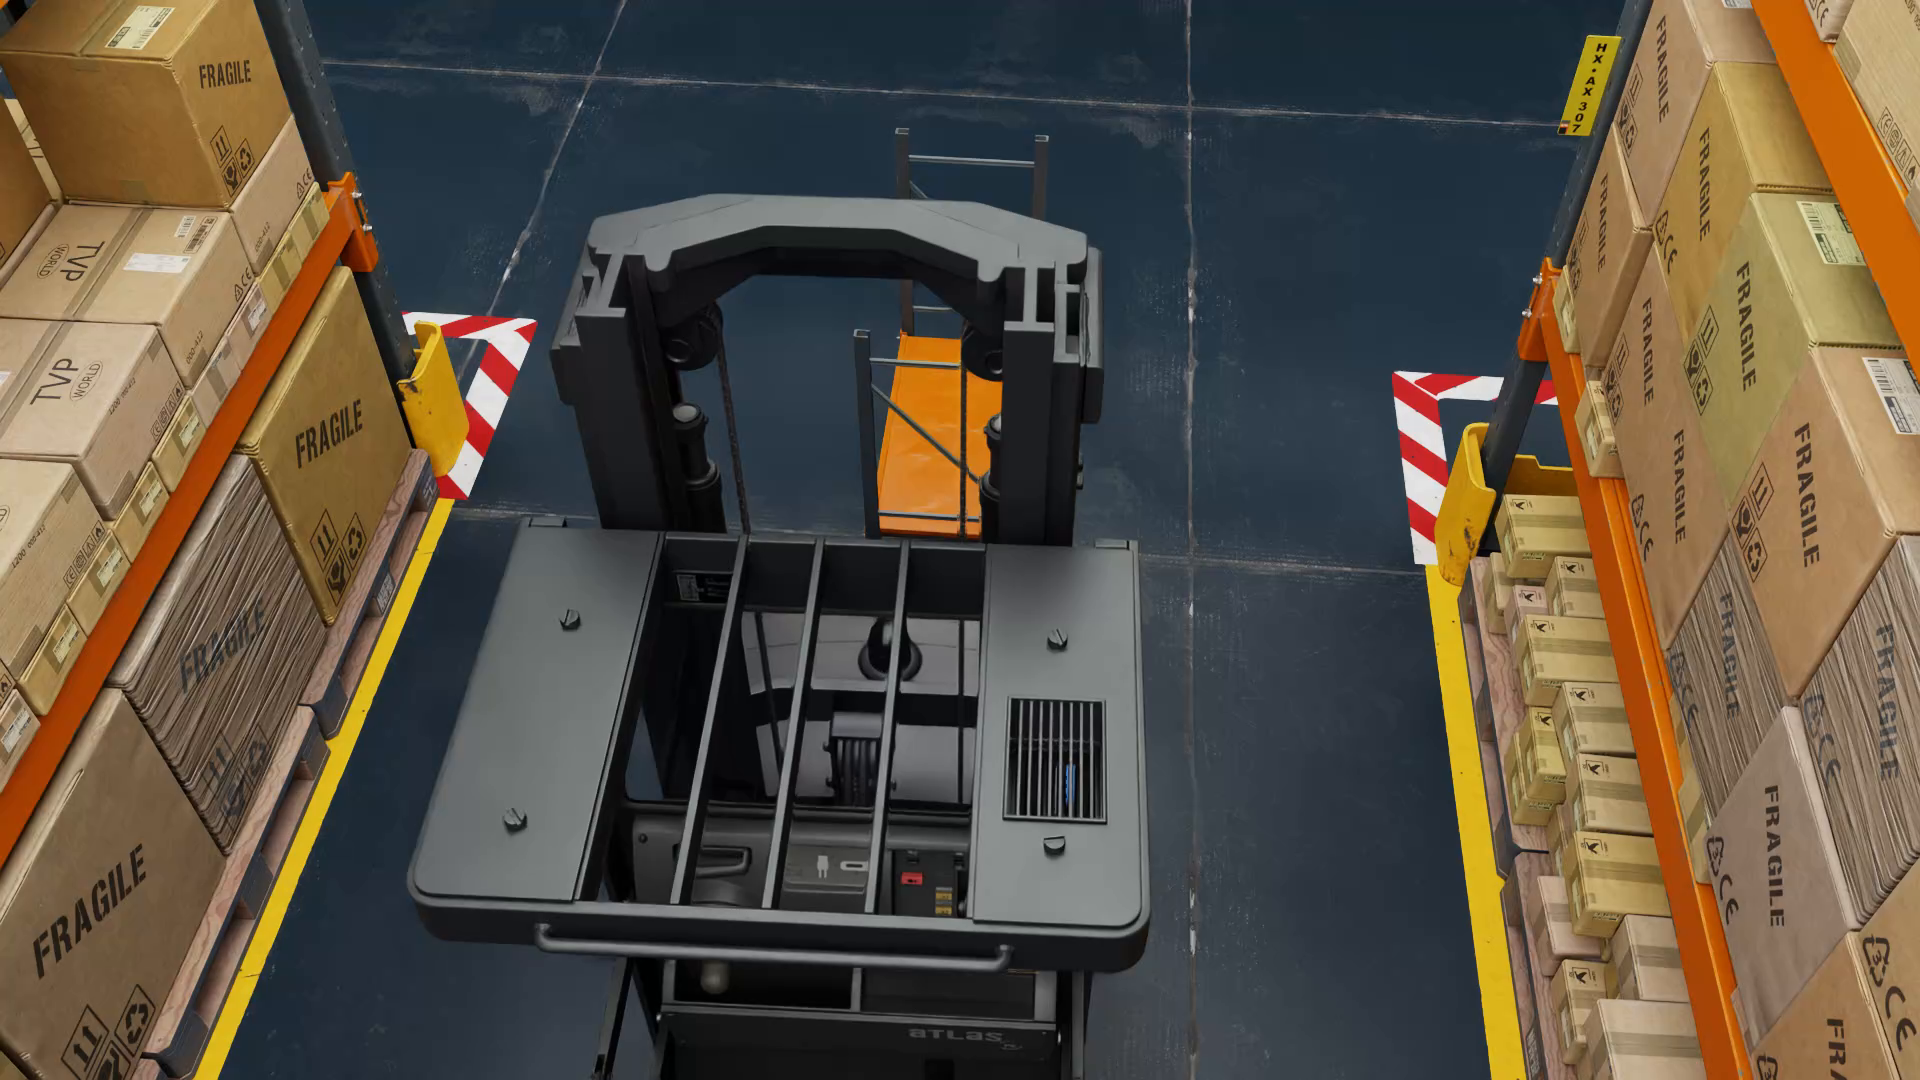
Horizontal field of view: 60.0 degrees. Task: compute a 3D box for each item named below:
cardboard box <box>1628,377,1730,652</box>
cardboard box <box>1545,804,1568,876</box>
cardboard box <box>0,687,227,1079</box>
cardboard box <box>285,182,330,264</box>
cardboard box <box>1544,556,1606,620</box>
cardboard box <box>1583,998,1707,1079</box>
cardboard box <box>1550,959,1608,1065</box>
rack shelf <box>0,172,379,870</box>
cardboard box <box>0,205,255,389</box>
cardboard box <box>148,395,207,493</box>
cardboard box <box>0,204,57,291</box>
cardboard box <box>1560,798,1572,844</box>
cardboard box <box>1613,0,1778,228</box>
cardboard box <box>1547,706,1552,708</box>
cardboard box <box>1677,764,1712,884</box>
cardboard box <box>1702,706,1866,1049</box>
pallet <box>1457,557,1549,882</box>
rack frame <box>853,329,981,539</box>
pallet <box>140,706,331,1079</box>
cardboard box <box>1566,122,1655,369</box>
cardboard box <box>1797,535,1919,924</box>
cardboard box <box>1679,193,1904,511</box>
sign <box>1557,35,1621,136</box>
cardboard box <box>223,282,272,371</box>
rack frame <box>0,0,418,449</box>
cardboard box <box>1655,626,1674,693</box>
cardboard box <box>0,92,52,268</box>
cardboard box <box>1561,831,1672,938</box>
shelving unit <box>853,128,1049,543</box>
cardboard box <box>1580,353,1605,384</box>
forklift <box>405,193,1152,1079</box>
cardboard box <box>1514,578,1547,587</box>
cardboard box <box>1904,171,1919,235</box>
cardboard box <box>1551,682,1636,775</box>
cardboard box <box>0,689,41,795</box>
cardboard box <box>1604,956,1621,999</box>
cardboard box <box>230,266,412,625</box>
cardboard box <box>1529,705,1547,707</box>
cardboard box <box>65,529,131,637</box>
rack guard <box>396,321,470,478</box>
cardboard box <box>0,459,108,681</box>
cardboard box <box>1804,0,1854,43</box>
[{"bbox_3d":[1.975,-0.058,4.001,0.500,0.500,0.500,4,48,4],"label":"cardboard box"},{"bbox_3d":[1.986,0.950,4.996,0.380,0.149,0.250,4,48,4],"label":"cardboard box"},{"bbox_3d":[-2.701,0.977,4.479,0.875,0.875,0.875,4,48,4],"label":"cardboard box"},{"bbox_3d":[-2.263,-1.028,5.328,0.380,0.149,0.250,5,48,4],"label":"cardboard box"},{"bbox_3d":[2.080,0.203,5.276,0.380,0.149,0.250,5,48,4],"label":"cardboard box"},{"bbox_3d":[1.826,1.327,4.247,0.380,0.149,0.250,2,48,2],"label":"cardboard box"},{"bbox_3d":[1.877,1.332,4.646,0.380,0.149,0.250,4,48,4],"label":"cardboard box"},{"bbox_3d":[-2.741,0.315,4.416,1.077,0.370,4.000,4,48,4],"label":"rack shelf"},{"bbox_3d":[-2.385,-0.700,4.758,0.500,0.250,0.500,3,48,3],"label":"cardboard box"},{"bbox_3d":[-2.355,-0.278,4.642,0.380,0.149,0.250,3,48,3],"label":"cardboard box"},{"bbox_3d":[-2.912,-0.730,4.785,0.500,0.250,0.500,3,48,3],"label":"cardboard box"},{"bbox_3d":[1.992,0.864,4.872,0.380,0.149,0.250,2,48,2],"label":"cardboard box"},{"bbox_3d":[2.066,-1.149,4.321,0.500,0.500,0.500,4,48,3],"label":"cardboard box"},{"bbox_3d":[2.053,0.482,5.222,0.380,0.149,0.250,4,48,4],"label":"cardboard box"},{"bbox_3d":[1.871,0.656,3.788,0.380,0.149,0.250,5,48,4],"label":"cardboard box"},{"bbox_3d":[1.865,0.695,3.313,0.500,0.500,0.500,4,48,3],"label":"cardboard box"},{"bbox_3d":[2.255,0.602,5.556,1.003,0.211,1.213,4,48,4],"label":"pallet"},{"bbox_3d":[-0.054,-0.070,5.298,0.500,1.500,0.032,4,48,4],"label":"rack frame"},{"bbox_3d":[-2.667,1.031,5.164,1.003,0.211,1.213,4,48,4],"label":"pallet"},{"bbox_3d":[2.055,-0.812,4.691,0.500,0.500,0.500,6,48,5],"label":"cardboard box"},{"bbox_3d":[1.883,0.360,2.941,0.500,0.500,0.500,5,48,5],"label":"cardboard box"},{"bbox_3d":[1.957,-0.397,3.633,0.500,0.500,0.500,3,48,3],"label":"cardboard box"},{"bbox_3d":[1.831,-1.318,4.836,0.100,0.325,0.005,4,48,4],"label":"sign"},{"bbox_3d":[-2.309,-0.652,4.984,0.380,0.149,0.250,4,48,4],"label":"cardboard box"},{"bbox_3d":[-2.559,-1.397,5.495,1.000,3.000,0.127,4,48,4],"label":"rack frame"},{"bbox_3d":[1.969,0.272,4.138,0.380,0.149,0.250,3,48,3],"label":"cardboard box"},{"bbox_3d":[-2.917,-0.998,4.522,0.500,0.500,0.500,3,48,3],"label":"cardboard box"},{"bbox_3d":[1.885,0.961,4.582,0.380,0.149,0.250,5,48,4],"label":"cardboard box"},{"bbox_3d":[-0.007,-0.450,5.645,0.587,1.500,1.083,4,48,4],"label":"shelving unit"},{"bbox_3d":[2.034,-0.499,4.843,0.380,0.149,0.250,5,48,5],"label":"cardboard box"},{"bbox_3d":[-0.245,0.897,3.443,1.130,2.935,3.031,2,48,2],"label":"forklift"},{"bbox_3d":[2.068,0.099,5.573,0.380,0.149,0.250,6,48,5],"label":"cardboard box"},{"bbox_3d":[1.932,-0.494,2.738,0.500,0.250,0.500,4,48,3],"label":"cardboard box"},{"bbox_3d":[1.989,0.568,4.942,0.380,0.149,0.250,2,48,2],"label":"cardboard box"},{"bbox_3d":[-2.447,0.480,3.949,0.380,0.149,0.250,4,48,4],"label":"cardboard box"},{"bbox_3d":[1.974,1.264,4.507,0.380,0.149,0.250,6,48,5],"label":"cardboard box"},{"bbox_3d":[-2.537,-0.346,5.689,0.875,0.875,0.875,4,48,4],"label":"cardboard box"},{"bbox_3d":[2.047,0.575,5.338,0.380,0.149,0.250,4,48,4],"label":"cardboard box"},{"bbox_3d":[-2.403,0.095,4.301,0.380,0.149,0.250,5,48,4],"label":"cardboard box"},{"bbox_3d":[-2.556,-0.571,6.433,1.175,0.500,0.348,4,48,4],"label":"rack guard"},{"bbox_3d":[-2.475,0.057,4.065,0.500,0.250,0.500,4,48,4],"label":"cardboard box"},{"bbox_3d":[2.024,-1.252,3.431,0.500,0.250,0.500,5,48,5],"label":"cardboard box"}]
